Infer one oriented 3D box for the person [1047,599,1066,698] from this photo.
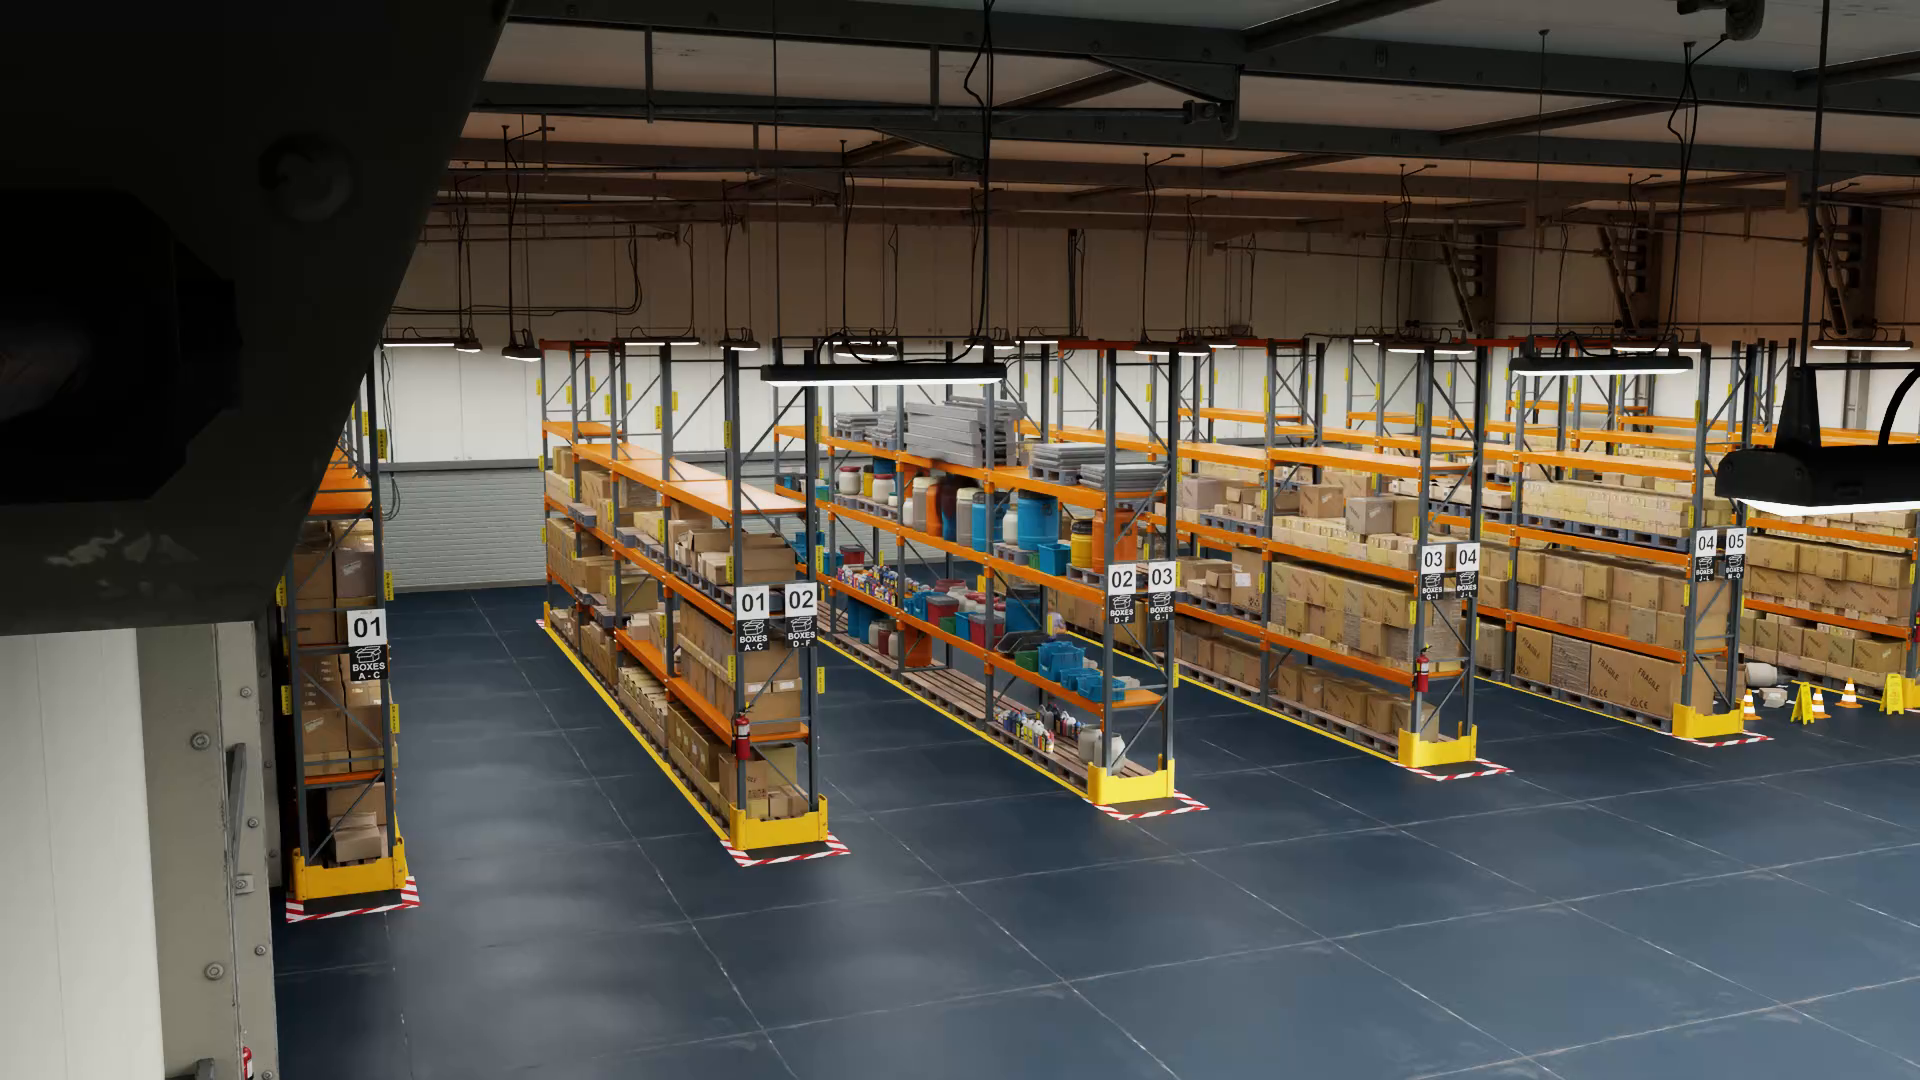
[{"bbox_3d":[1.520,1.809,28.268,0.566,1.573,0.997,-3,8,-22],"label":"person"}]
